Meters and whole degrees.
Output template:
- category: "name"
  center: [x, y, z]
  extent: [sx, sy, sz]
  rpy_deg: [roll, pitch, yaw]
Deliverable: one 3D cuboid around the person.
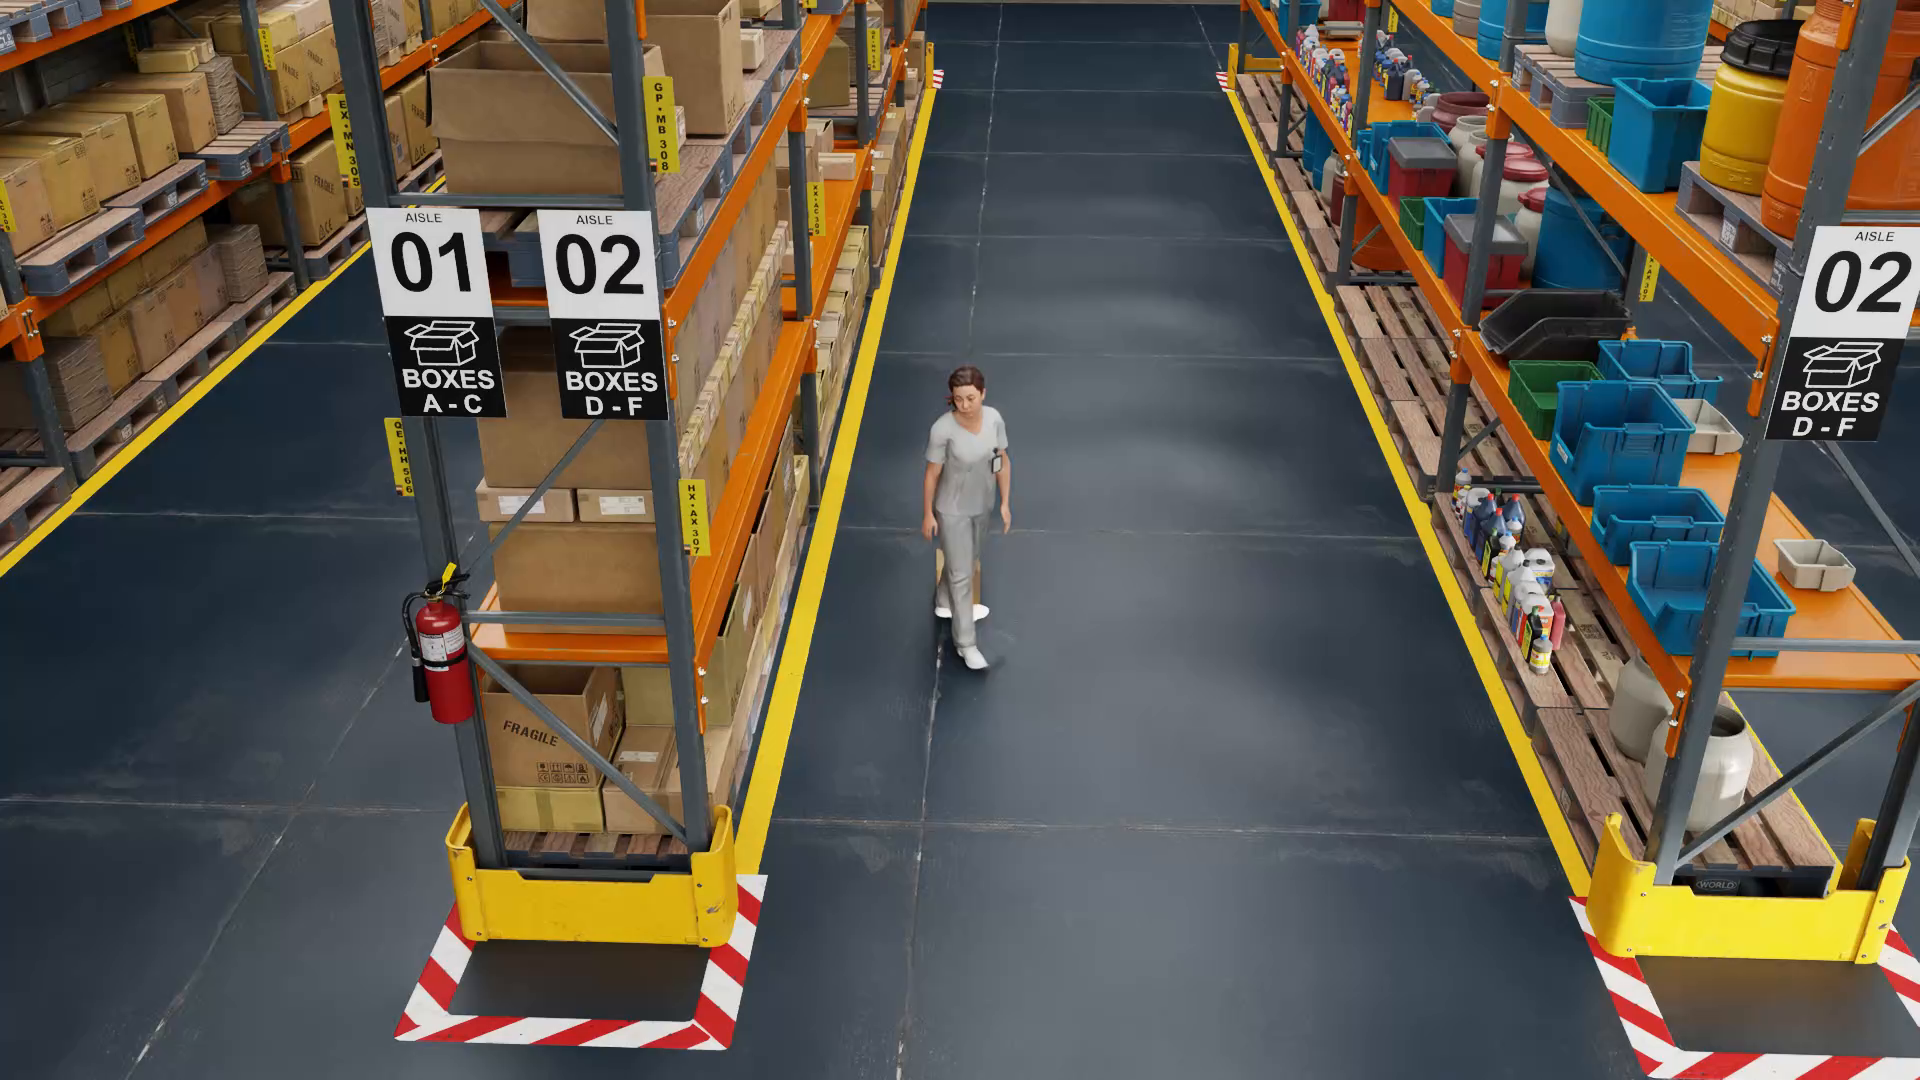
- category: "person"
  center: [0.039, -0.168, 8.917]
  extent: [0.498, 1.661, 0.686]
  rpy_deg: [-18, 33, -31]
